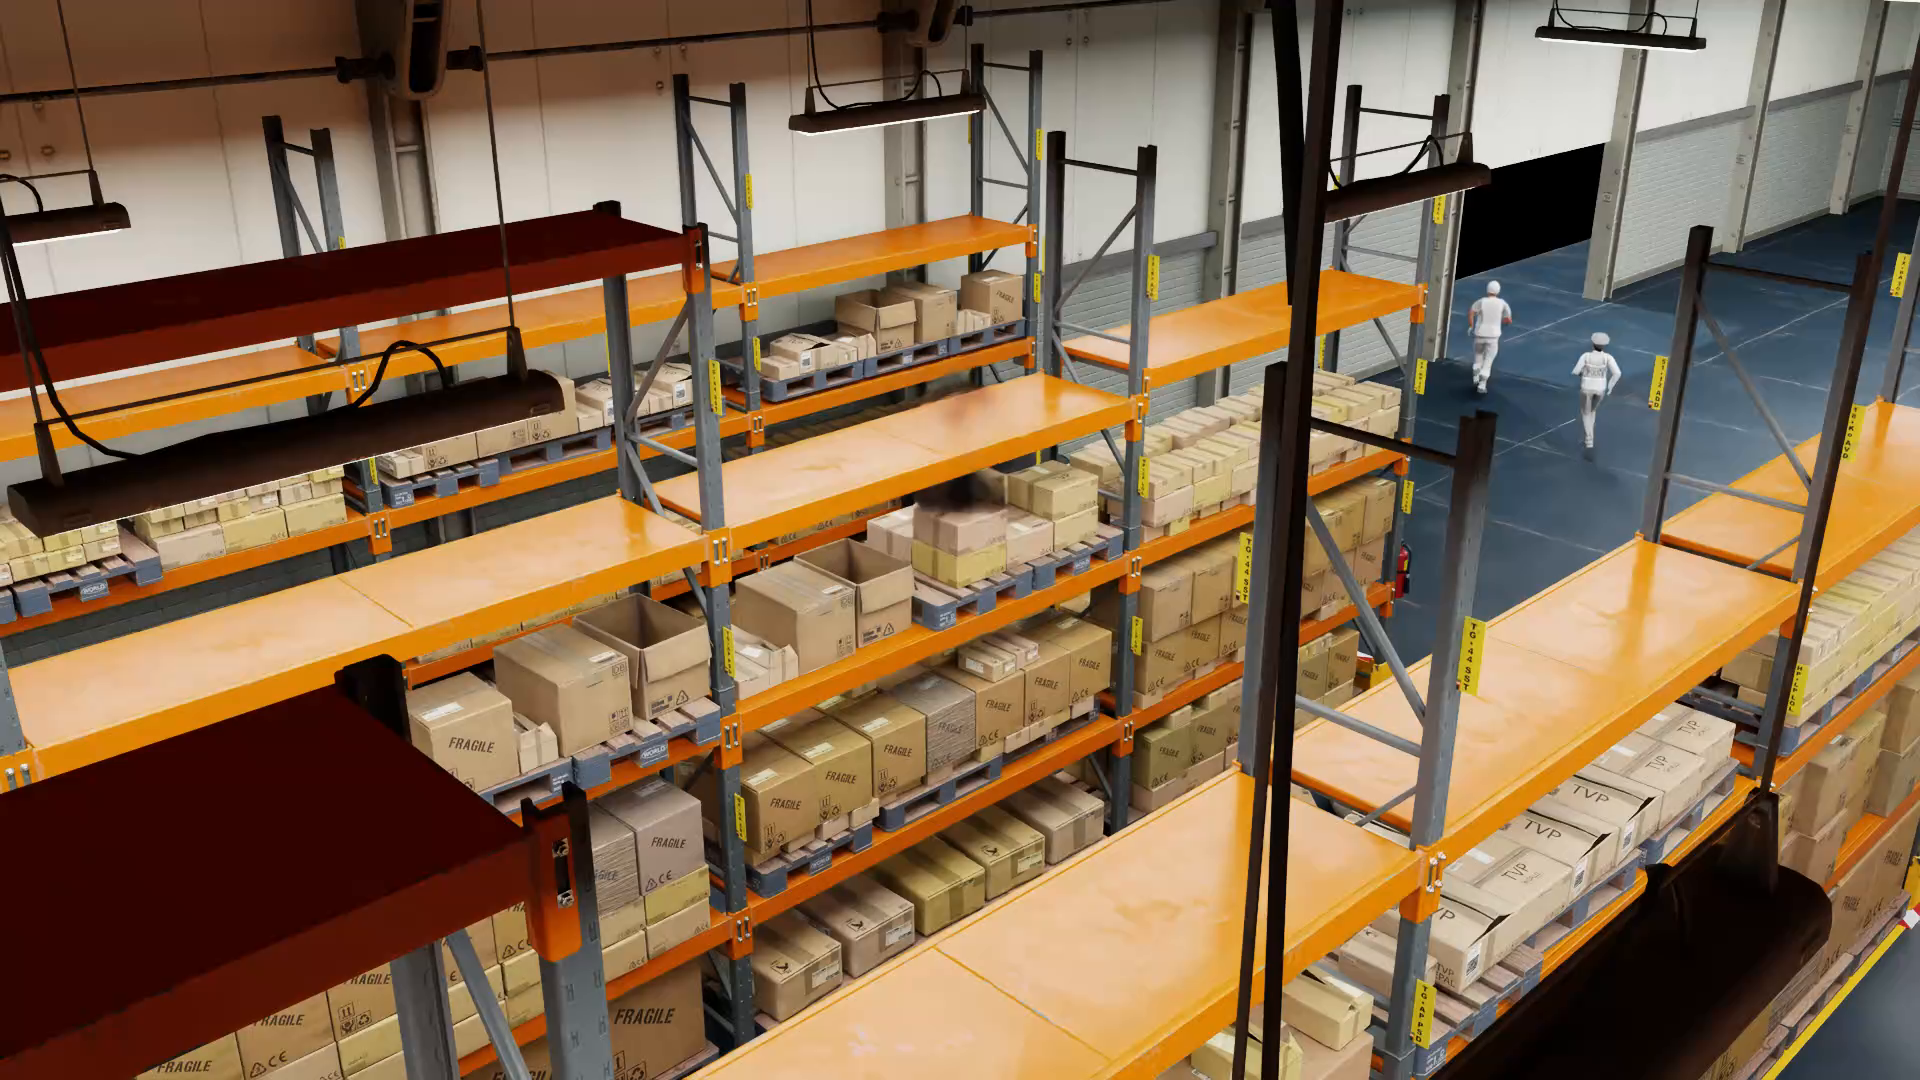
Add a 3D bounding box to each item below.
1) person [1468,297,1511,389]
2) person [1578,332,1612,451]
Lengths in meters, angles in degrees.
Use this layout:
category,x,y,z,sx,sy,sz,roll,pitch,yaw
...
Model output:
category,x,y,z,sx,sy,sz,roll,pitch,yaw
person,8.320,-3.140,26.231,0.609,1.443,0.772,9,24,22
person,9.039,-2.093,23.707,0.440,1.729,0.805,2,23,4
